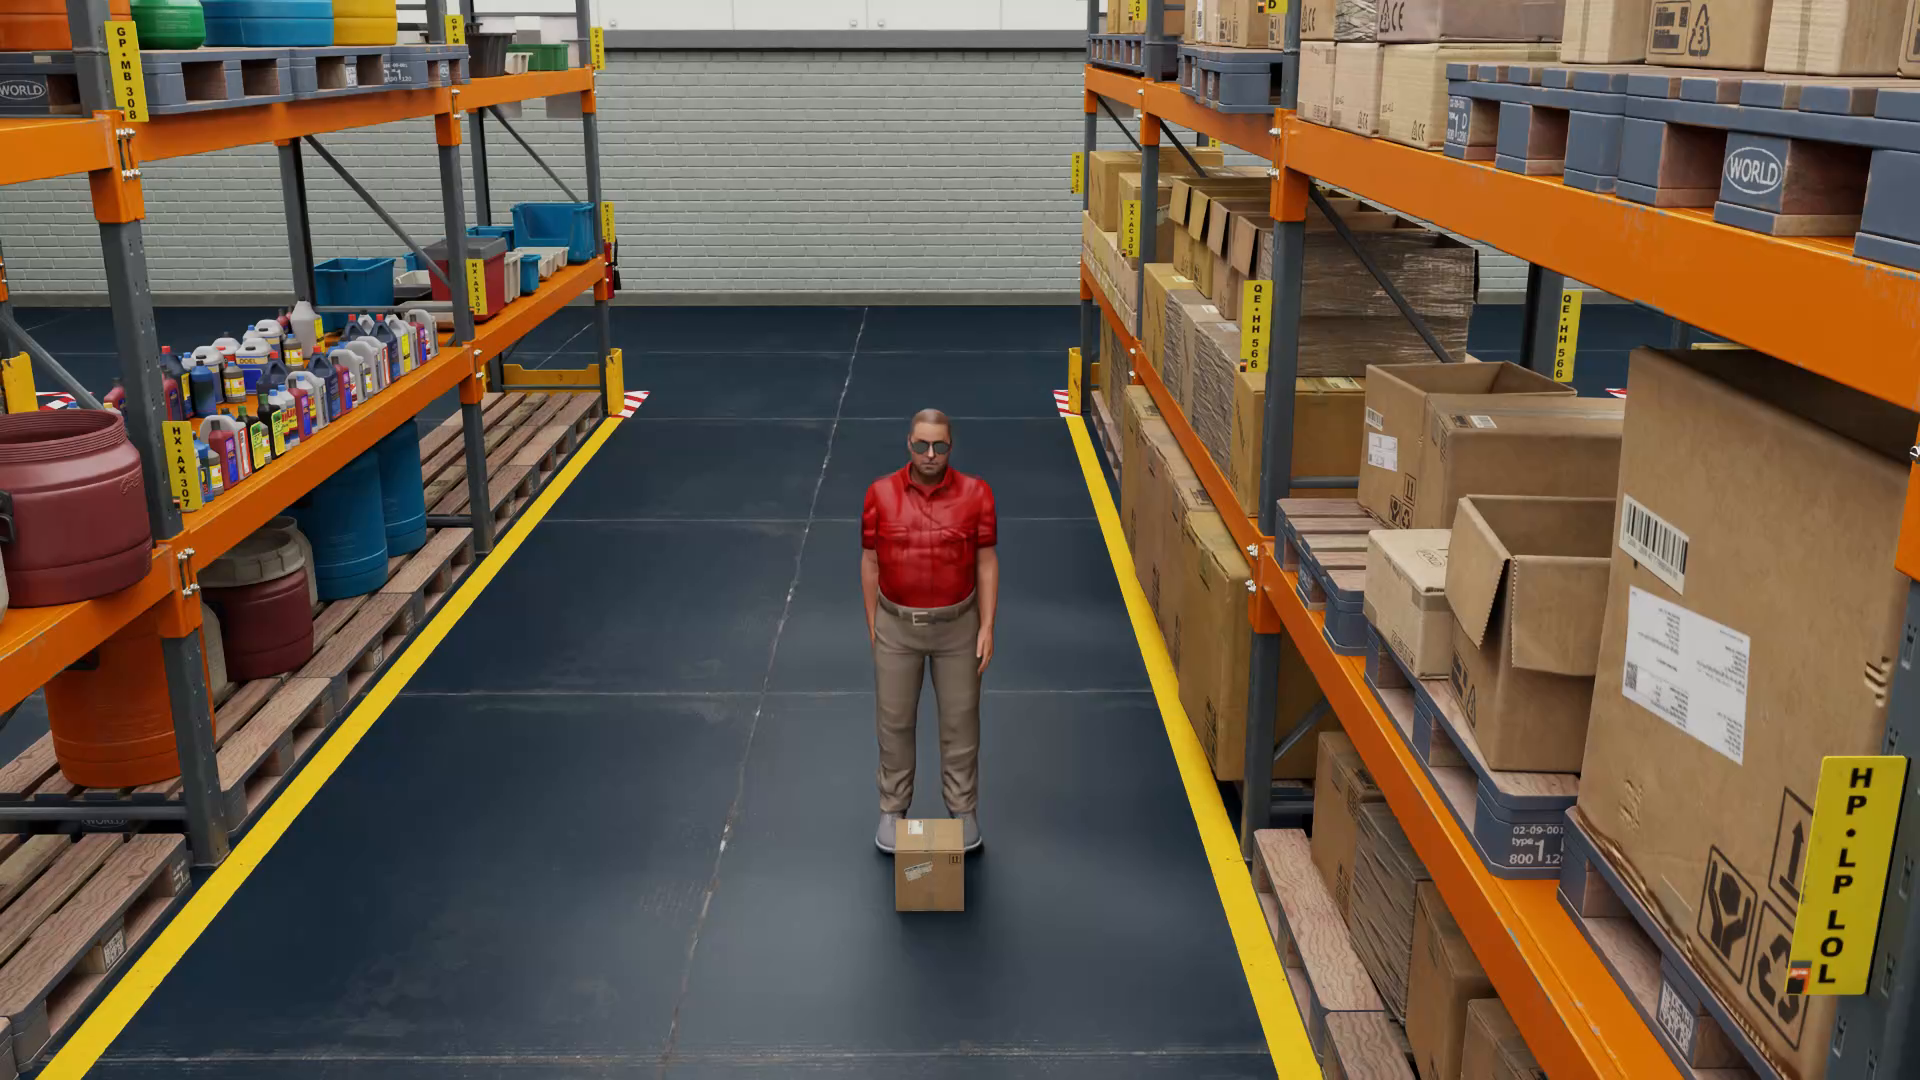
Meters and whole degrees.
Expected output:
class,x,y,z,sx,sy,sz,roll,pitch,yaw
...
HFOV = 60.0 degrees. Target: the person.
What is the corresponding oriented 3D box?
class,x,y,z,sx,sy,sz,roll,pitch,yaw
person,-0.116,0.355,6.409,0.529,1.730,0.370,0,17,0
